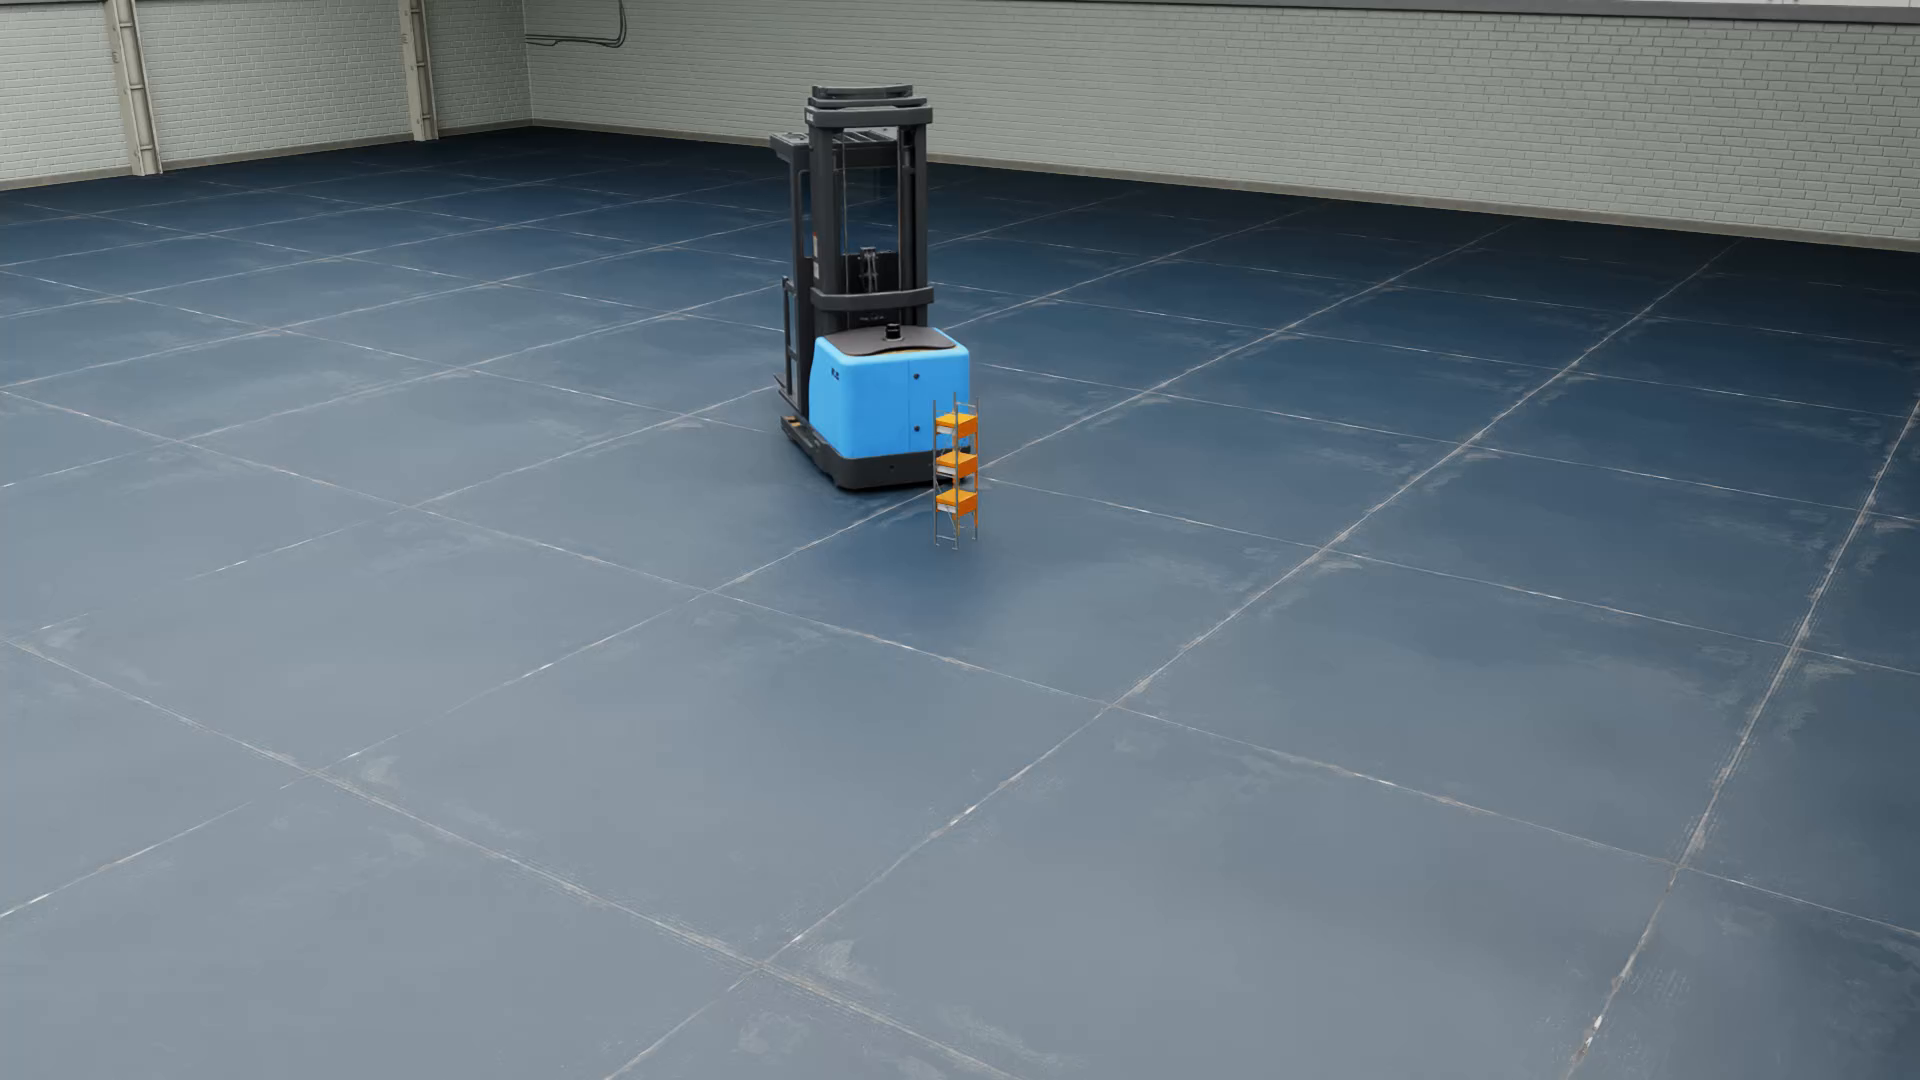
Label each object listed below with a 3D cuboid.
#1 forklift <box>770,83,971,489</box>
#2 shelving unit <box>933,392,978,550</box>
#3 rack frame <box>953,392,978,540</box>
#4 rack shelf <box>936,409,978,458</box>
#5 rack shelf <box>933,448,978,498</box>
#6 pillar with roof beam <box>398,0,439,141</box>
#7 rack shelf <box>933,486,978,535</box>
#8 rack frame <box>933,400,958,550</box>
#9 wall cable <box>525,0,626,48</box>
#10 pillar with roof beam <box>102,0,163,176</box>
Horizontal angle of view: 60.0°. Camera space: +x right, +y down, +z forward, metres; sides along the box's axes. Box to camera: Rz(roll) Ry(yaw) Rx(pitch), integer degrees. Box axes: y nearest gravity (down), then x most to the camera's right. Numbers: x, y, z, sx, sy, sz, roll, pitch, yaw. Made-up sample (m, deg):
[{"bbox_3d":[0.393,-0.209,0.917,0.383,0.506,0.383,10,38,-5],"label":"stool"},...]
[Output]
[{"bbox_3d":[-0.885,-2.240,13.596,1.130,2.935,3.031,-7,21,-18],"label":"forklift"},{"bbox_3d":[-0.030,-0.477,11.541,0.215,1.050,0.252,13,24,32],"label":"shelving unit"},{"bbox_3d":[0.038,-0.512,11.636,0.200,1.050,0.008,13,24,32],"label":"rack frame"},{"bbox_3d":[-0.030,-0.733,11.447,0.215,0.259,0.240,13,24,32],"label":"rack shelf"},{"bbox_3d":[-0.030,-0.467,11.545,0.215,0.259,0.240,13,24,32],"label":"rack shelf"},{"bbox_3d":[-7.271,-11.505,29.896,9.100,9.000,0.400,13,24,32],"label":"pillar with roof beam"},{"bbox_3d":[-0.030,-0.206,11.641,0.215,0.259,0.240,13,24,32],"label":"rack shelf"},{"bbox_3d":[-0.099,-0.442,11.447,0.200,1.050,0.008,13,24,32],"label":"rack frame"},{"bbox_3d":[-8.082,-11.475,34.292,3.097,2.526,0.112,13,24,32],"label":"wall cable"},{"bbox_3d":[-10.644,-9.783,25.242,9.100,9.000,0.400,13,24,32],"label":"pillar with roof beam"}]
